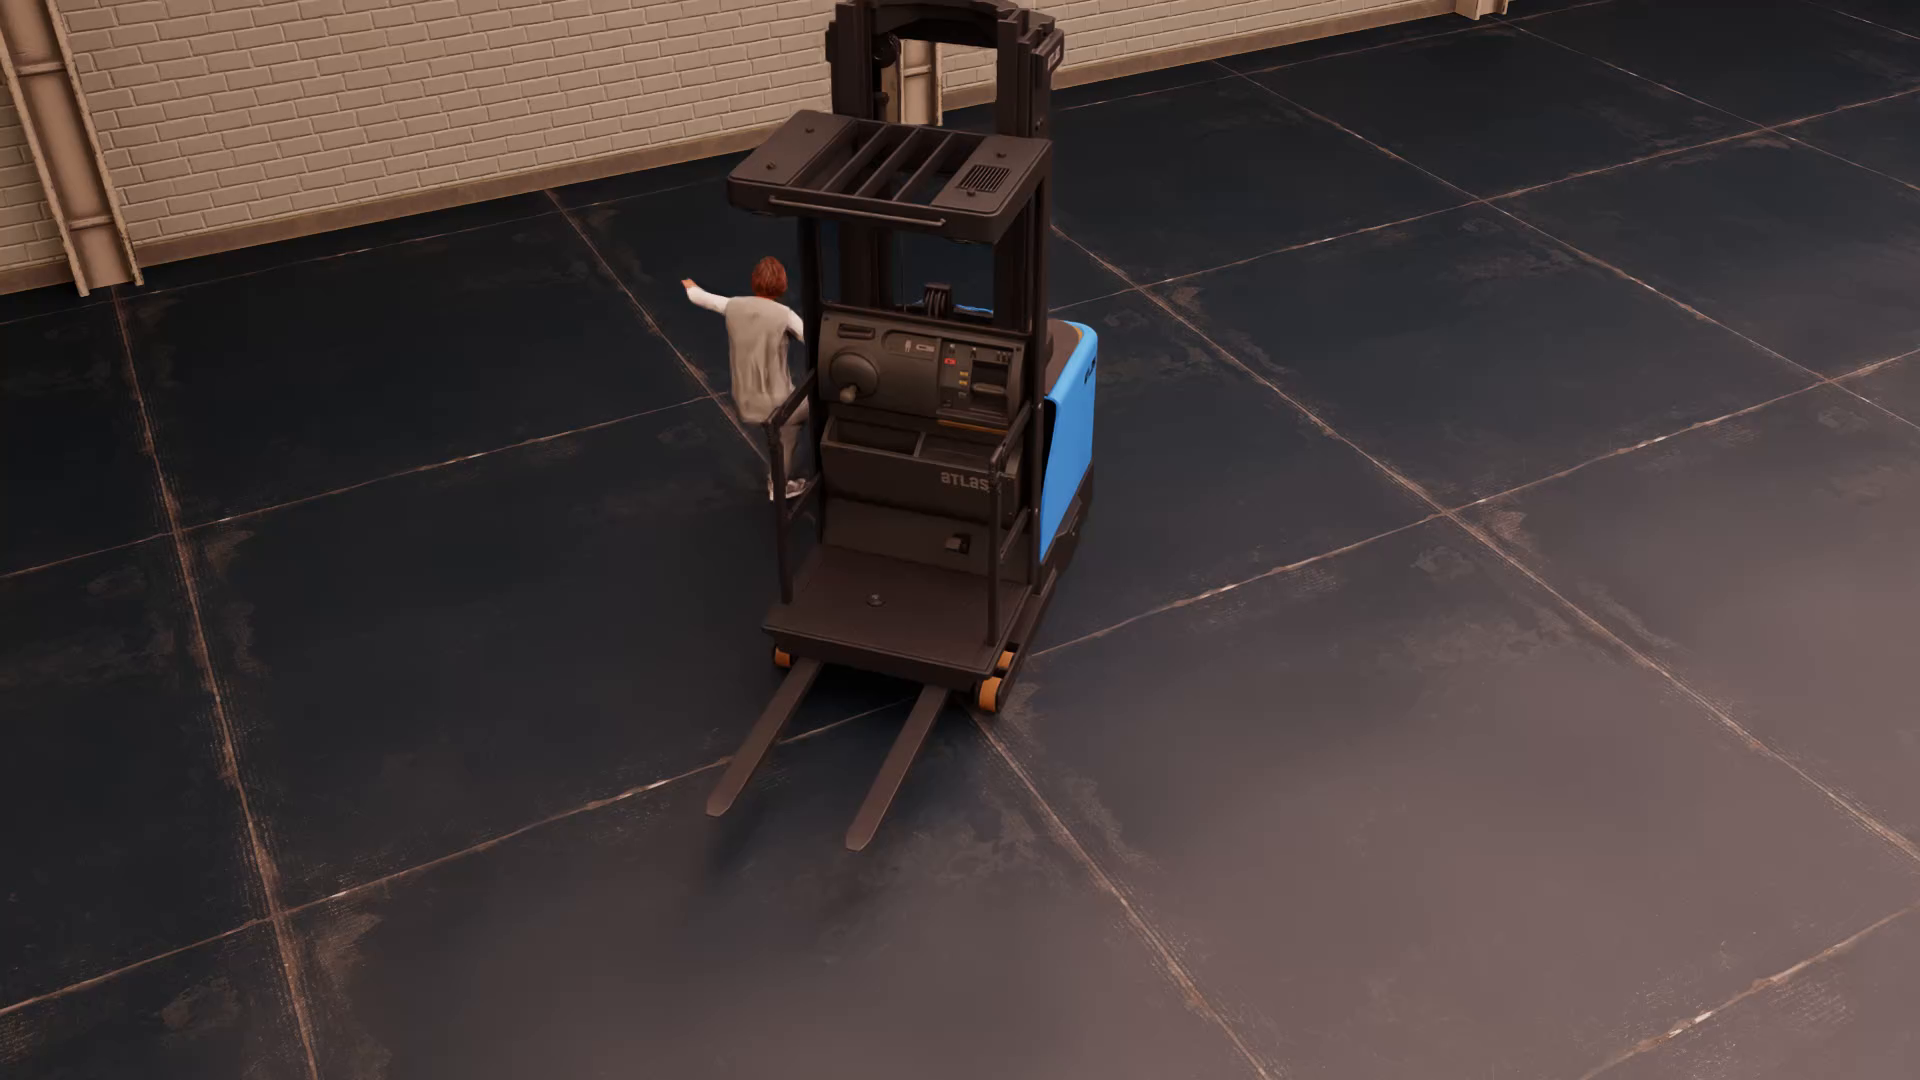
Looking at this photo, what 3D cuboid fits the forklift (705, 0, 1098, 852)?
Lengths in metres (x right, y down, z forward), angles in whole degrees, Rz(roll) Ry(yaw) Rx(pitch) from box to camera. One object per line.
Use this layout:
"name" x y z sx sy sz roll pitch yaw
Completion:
"forklift" -0.240 -0.678 7.083 1.130 2.935 3.031 11 37 15

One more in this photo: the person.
"person" -0.908 -0.845 8.707 1.359 1.331 0.723 10 36 13
